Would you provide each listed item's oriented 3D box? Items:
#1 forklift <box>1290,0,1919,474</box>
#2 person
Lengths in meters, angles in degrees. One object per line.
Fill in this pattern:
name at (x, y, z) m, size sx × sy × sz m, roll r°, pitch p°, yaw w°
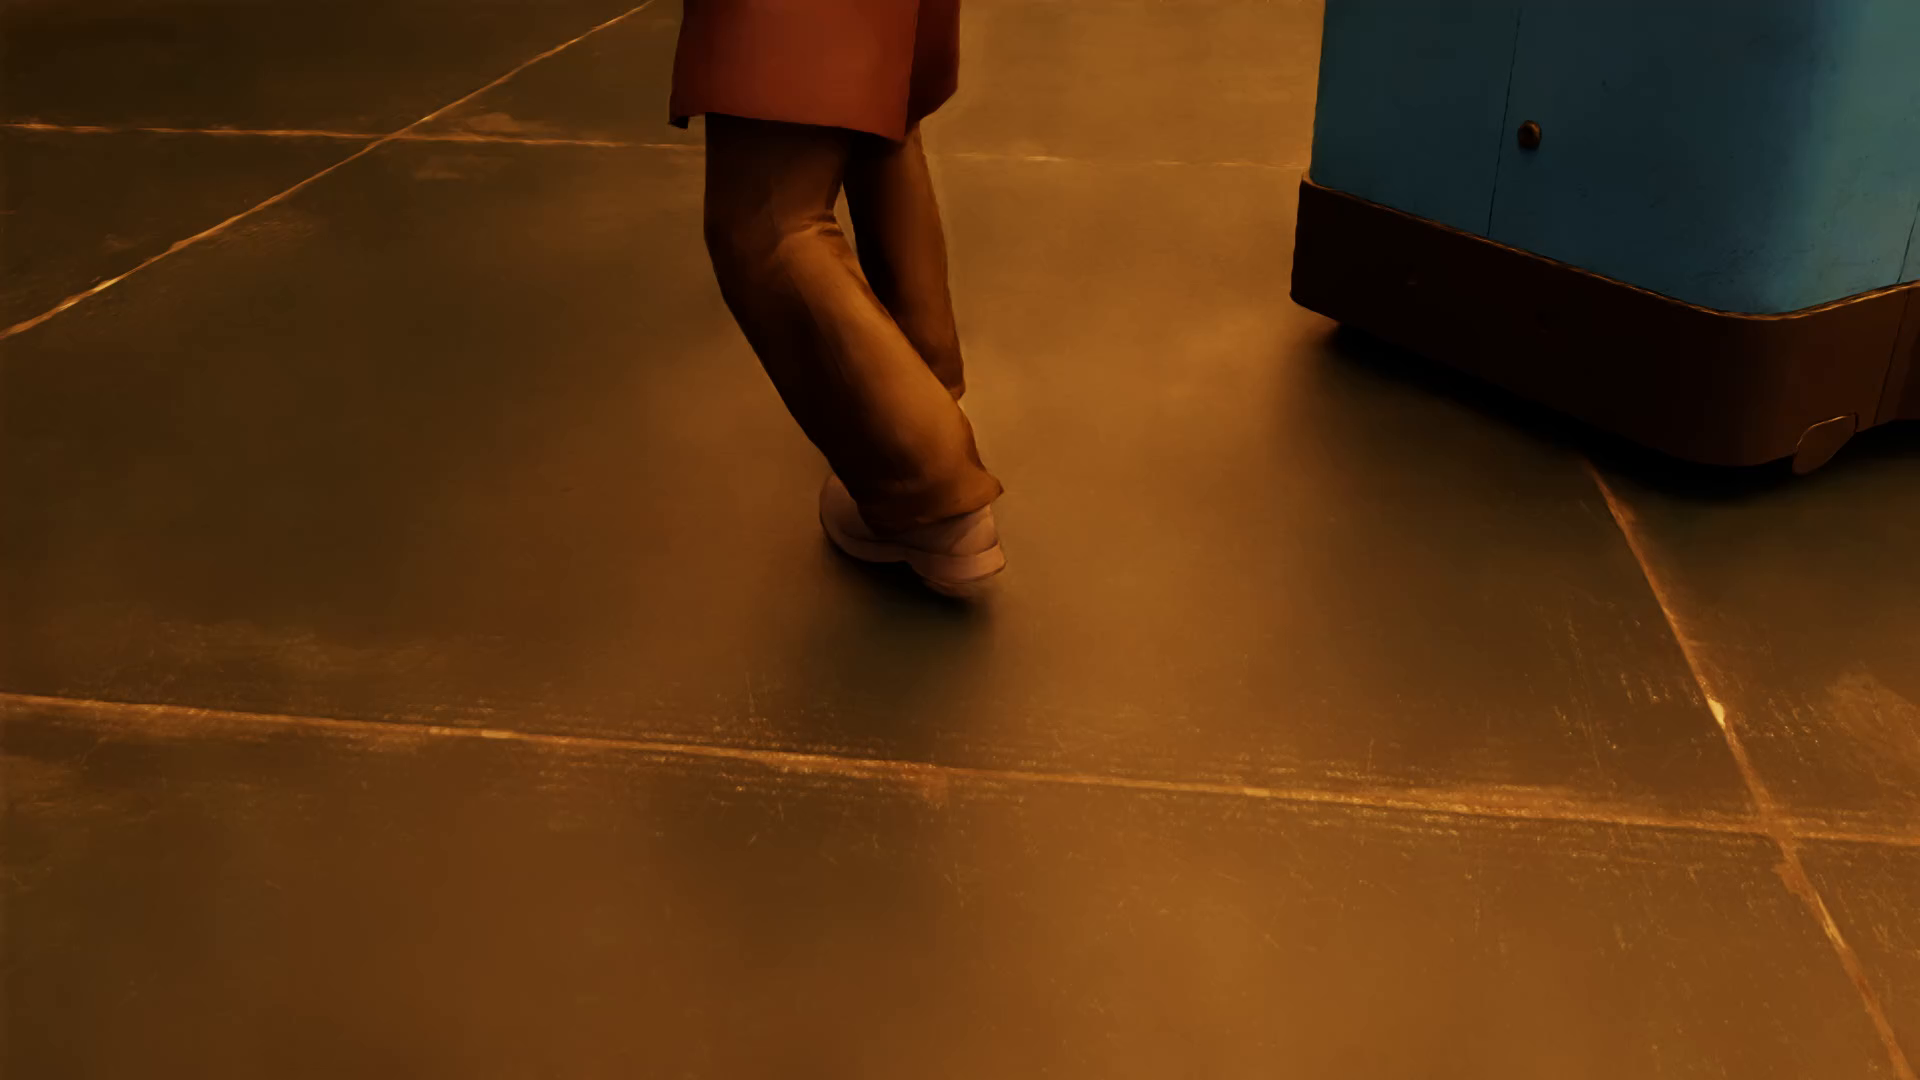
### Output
forklift at (2.185, -1.891, 3.007) m, size 3.031 × 2.935 × 1.130 m, roll -15°, pitch 30°, yaw -27°
person at (-0.139, -0.877, 2.405) m, size 0.927 × 1.654 × 0.804 m, roll 18°, pitch 32°, yaw 31°
